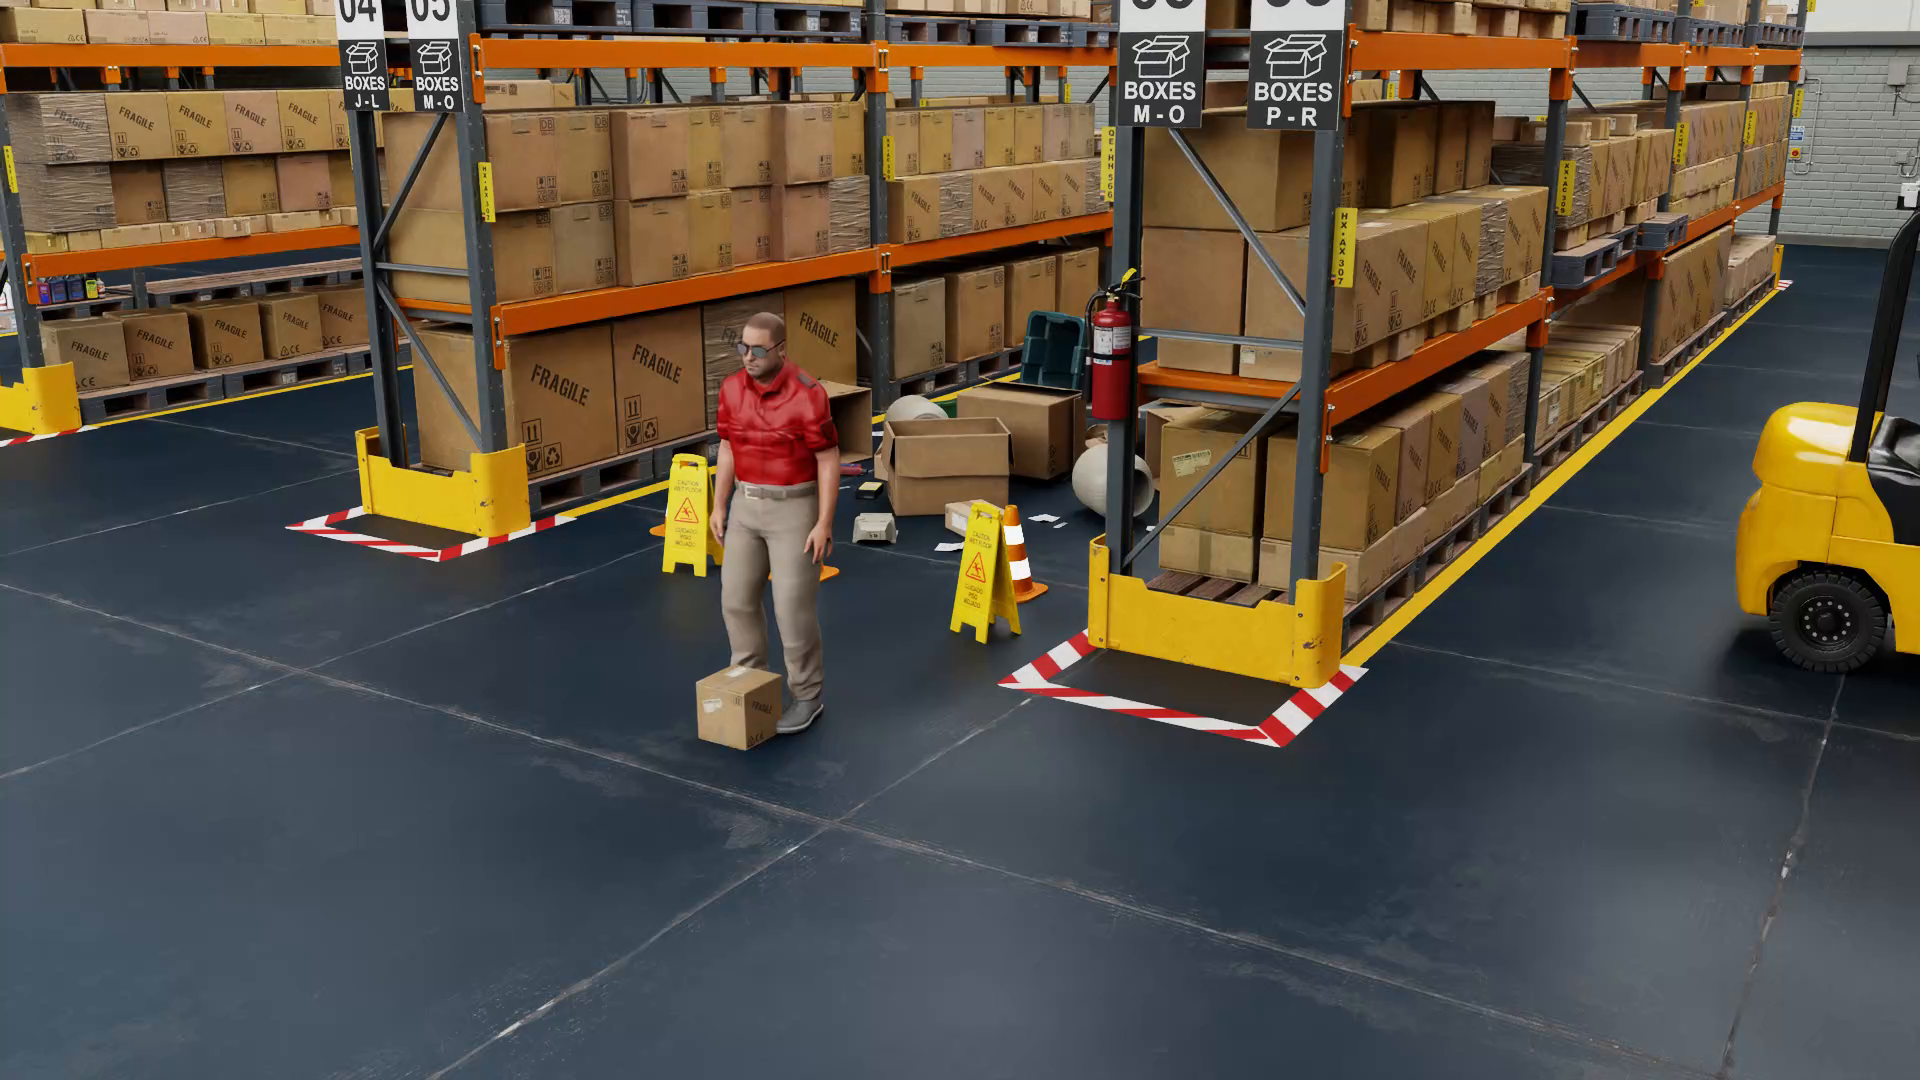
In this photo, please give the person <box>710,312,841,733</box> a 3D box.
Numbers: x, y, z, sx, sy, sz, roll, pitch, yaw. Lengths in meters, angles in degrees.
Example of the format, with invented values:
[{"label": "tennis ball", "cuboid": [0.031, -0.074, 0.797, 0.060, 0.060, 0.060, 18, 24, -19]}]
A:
[{"label": "person", "cuboid": [-0.775, -0.085, 6.852, 0.597, 1.725, 0.393, 9, 18, 27]}]
